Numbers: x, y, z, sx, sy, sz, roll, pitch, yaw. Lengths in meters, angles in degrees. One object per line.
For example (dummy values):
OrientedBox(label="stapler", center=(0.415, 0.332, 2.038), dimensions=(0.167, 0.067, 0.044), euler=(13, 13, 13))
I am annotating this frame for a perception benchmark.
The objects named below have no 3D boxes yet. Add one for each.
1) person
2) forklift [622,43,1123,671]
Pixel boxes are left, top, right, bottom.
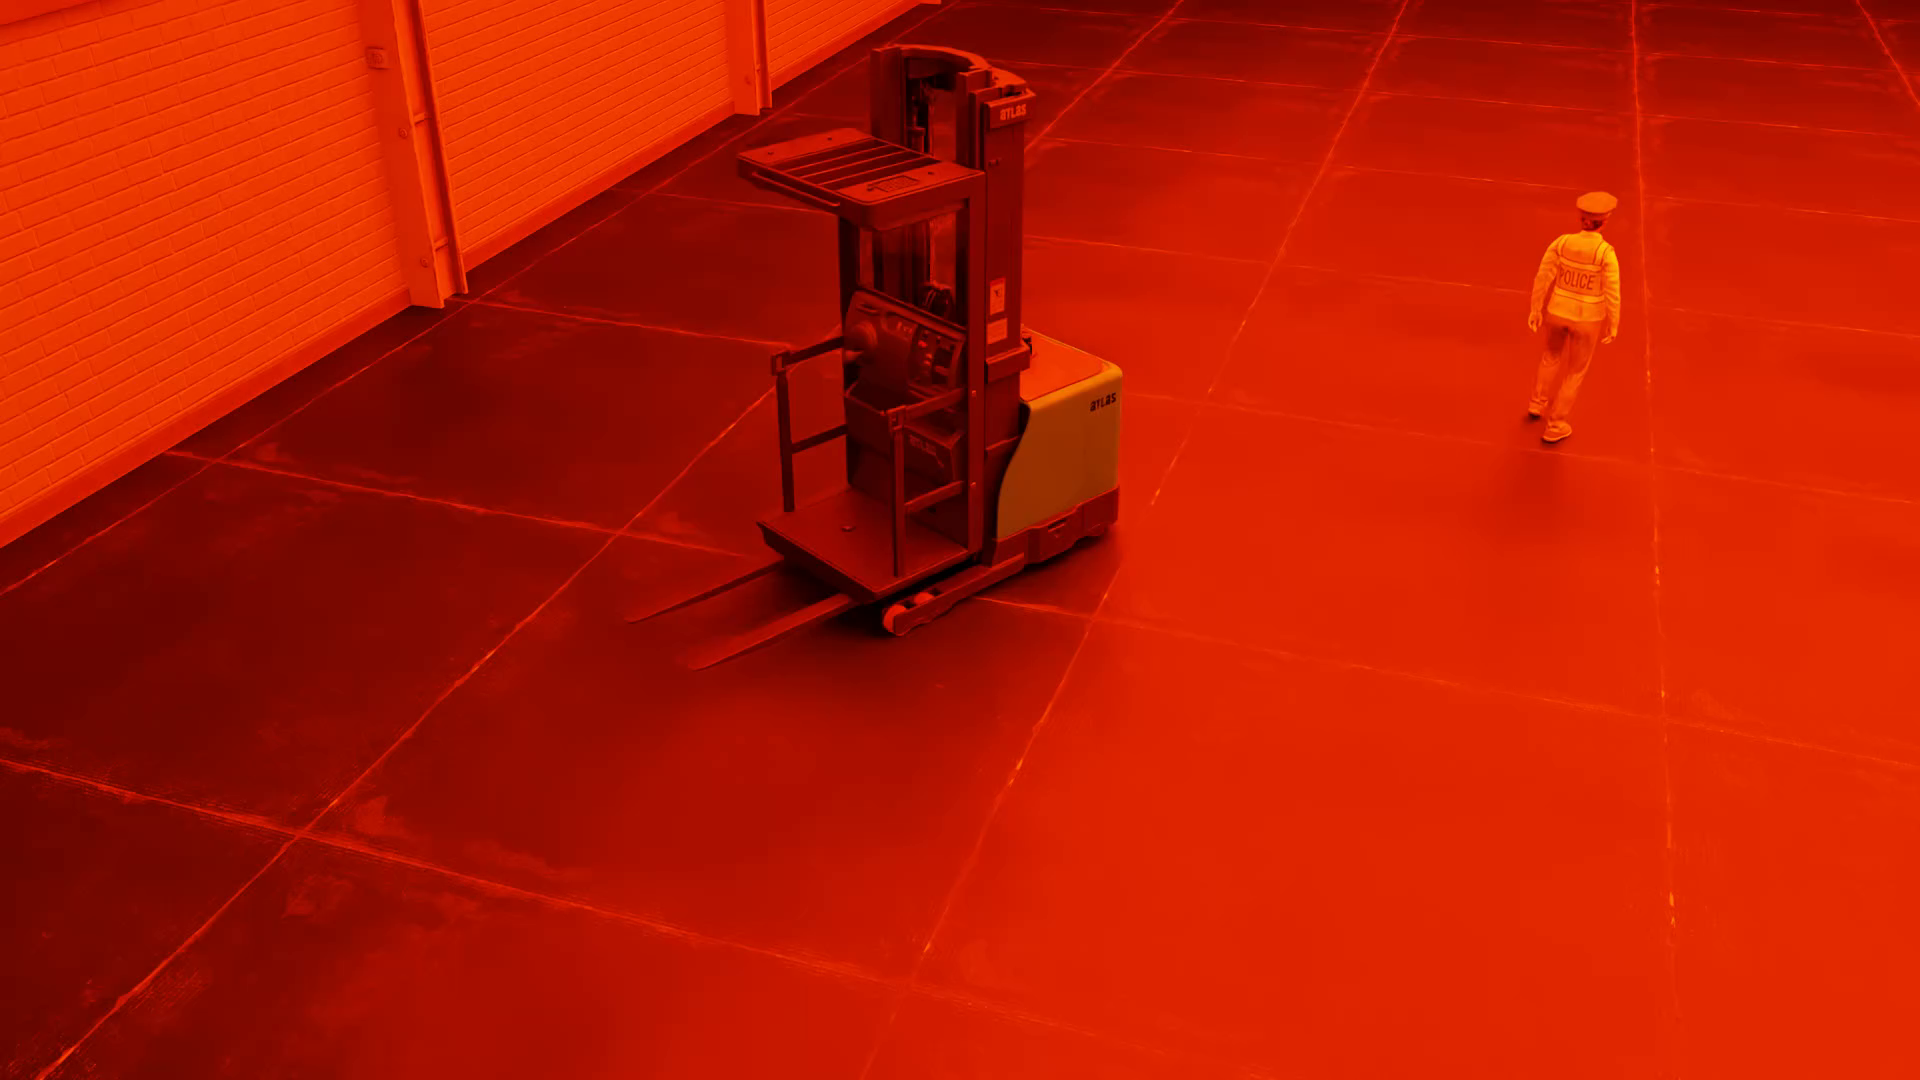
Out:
OrientedBox(label="person", center=(4.099, -1.463, 11.060), dimensions=(0.582, 1.721, 0.519), euler=(26, 38, 37))
OrientedBox(label="forklift", center=(-0.465, -1.038, 8.957), dimensions=(3.031, 2.935, 1.130), euler=(-24, 38, -36))
